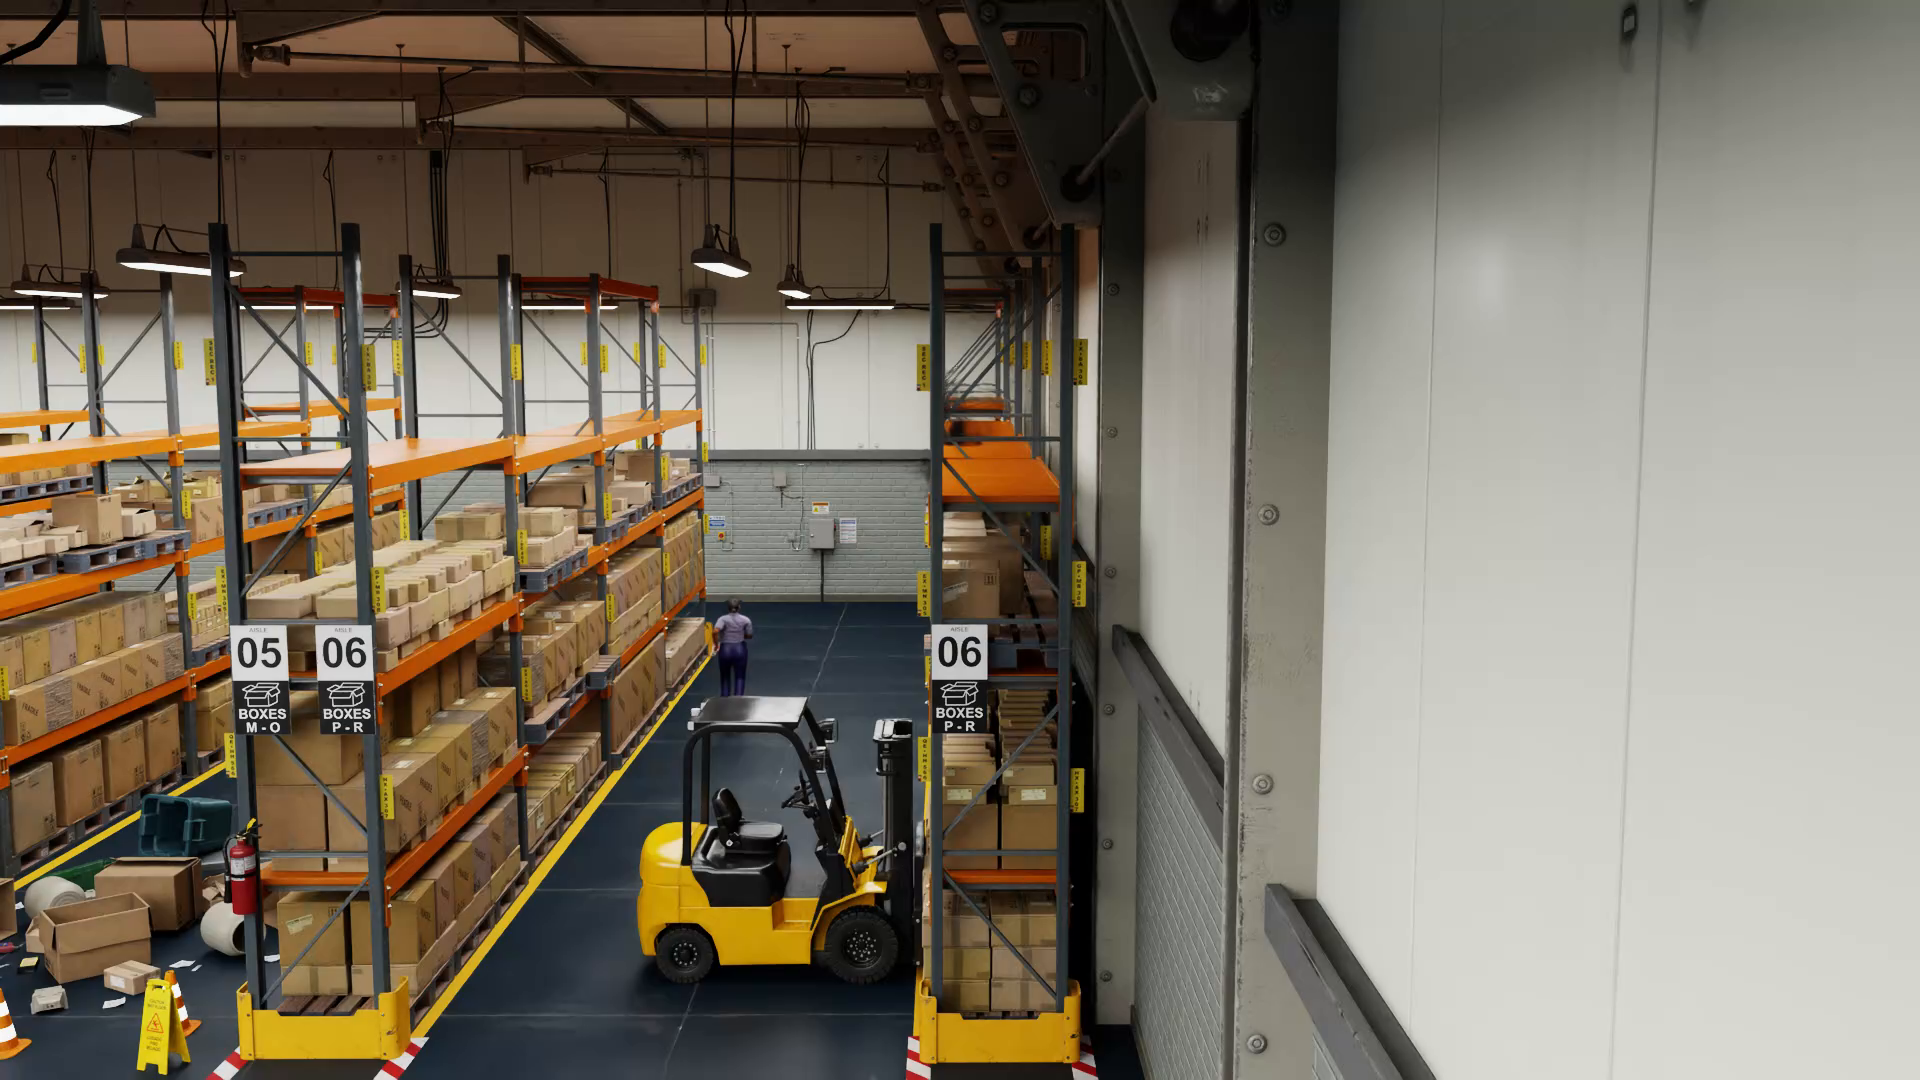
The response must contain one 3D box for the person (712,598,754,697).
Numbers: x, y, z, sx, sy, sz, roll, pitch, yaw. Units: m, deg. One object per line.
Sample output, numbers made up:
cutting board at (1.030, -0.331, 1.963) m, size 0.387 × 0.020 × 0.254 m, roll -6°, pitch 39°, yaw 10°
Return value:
person at (-3.163, 1.651, 23.216) m, size 0.571 × 1.704 × 0.745 m, roll -1°, pitch 7°, yaw -6°
